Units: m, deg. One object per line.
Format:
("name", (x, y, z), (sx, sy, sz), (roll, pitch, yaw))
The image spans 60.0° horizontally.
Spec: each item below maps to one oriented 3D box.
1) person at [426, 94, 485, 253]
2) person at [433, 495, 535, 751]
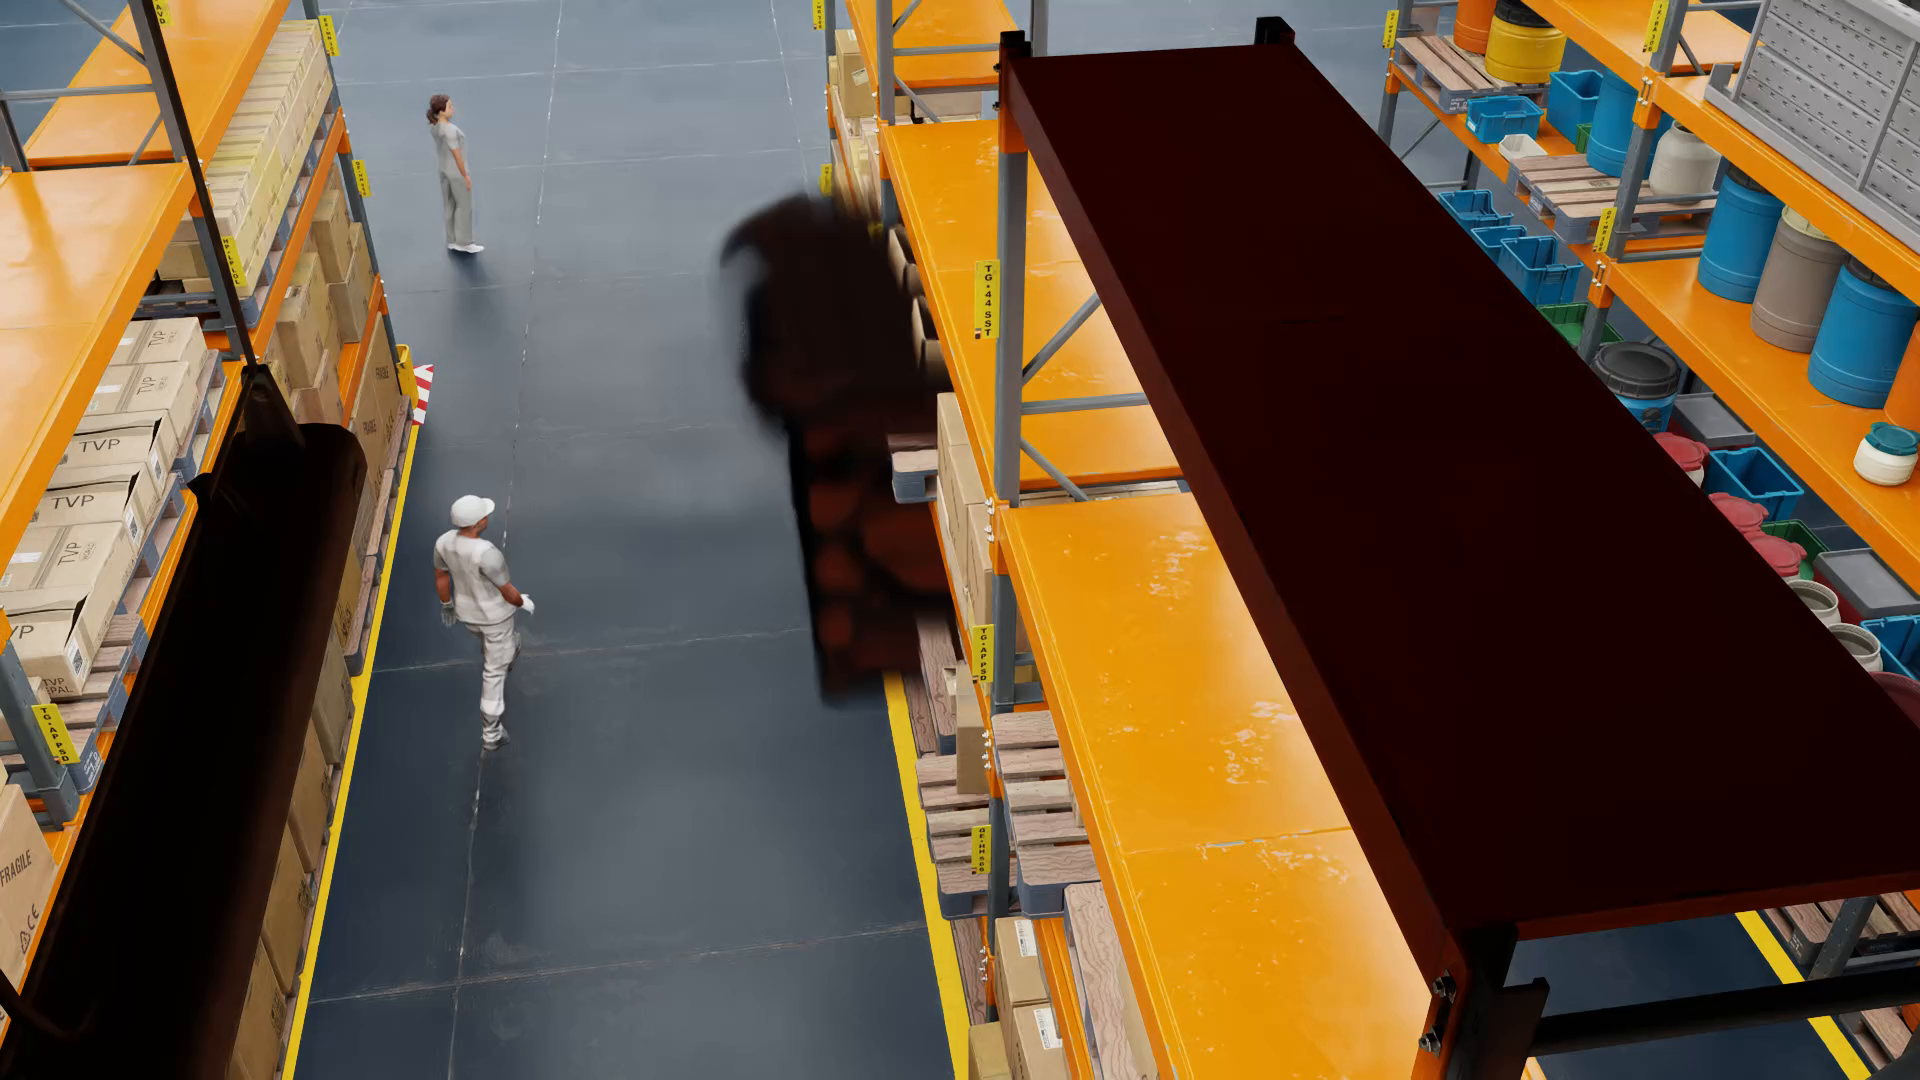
("person", (-5.267, -3.792, 17.221), (0.376, 1.707, 0.548), (-30, 46, -34))
("person", (-3.110, 0.428, 10.914), (0.596, 1.763, 1.050), (10, 37, 13))
